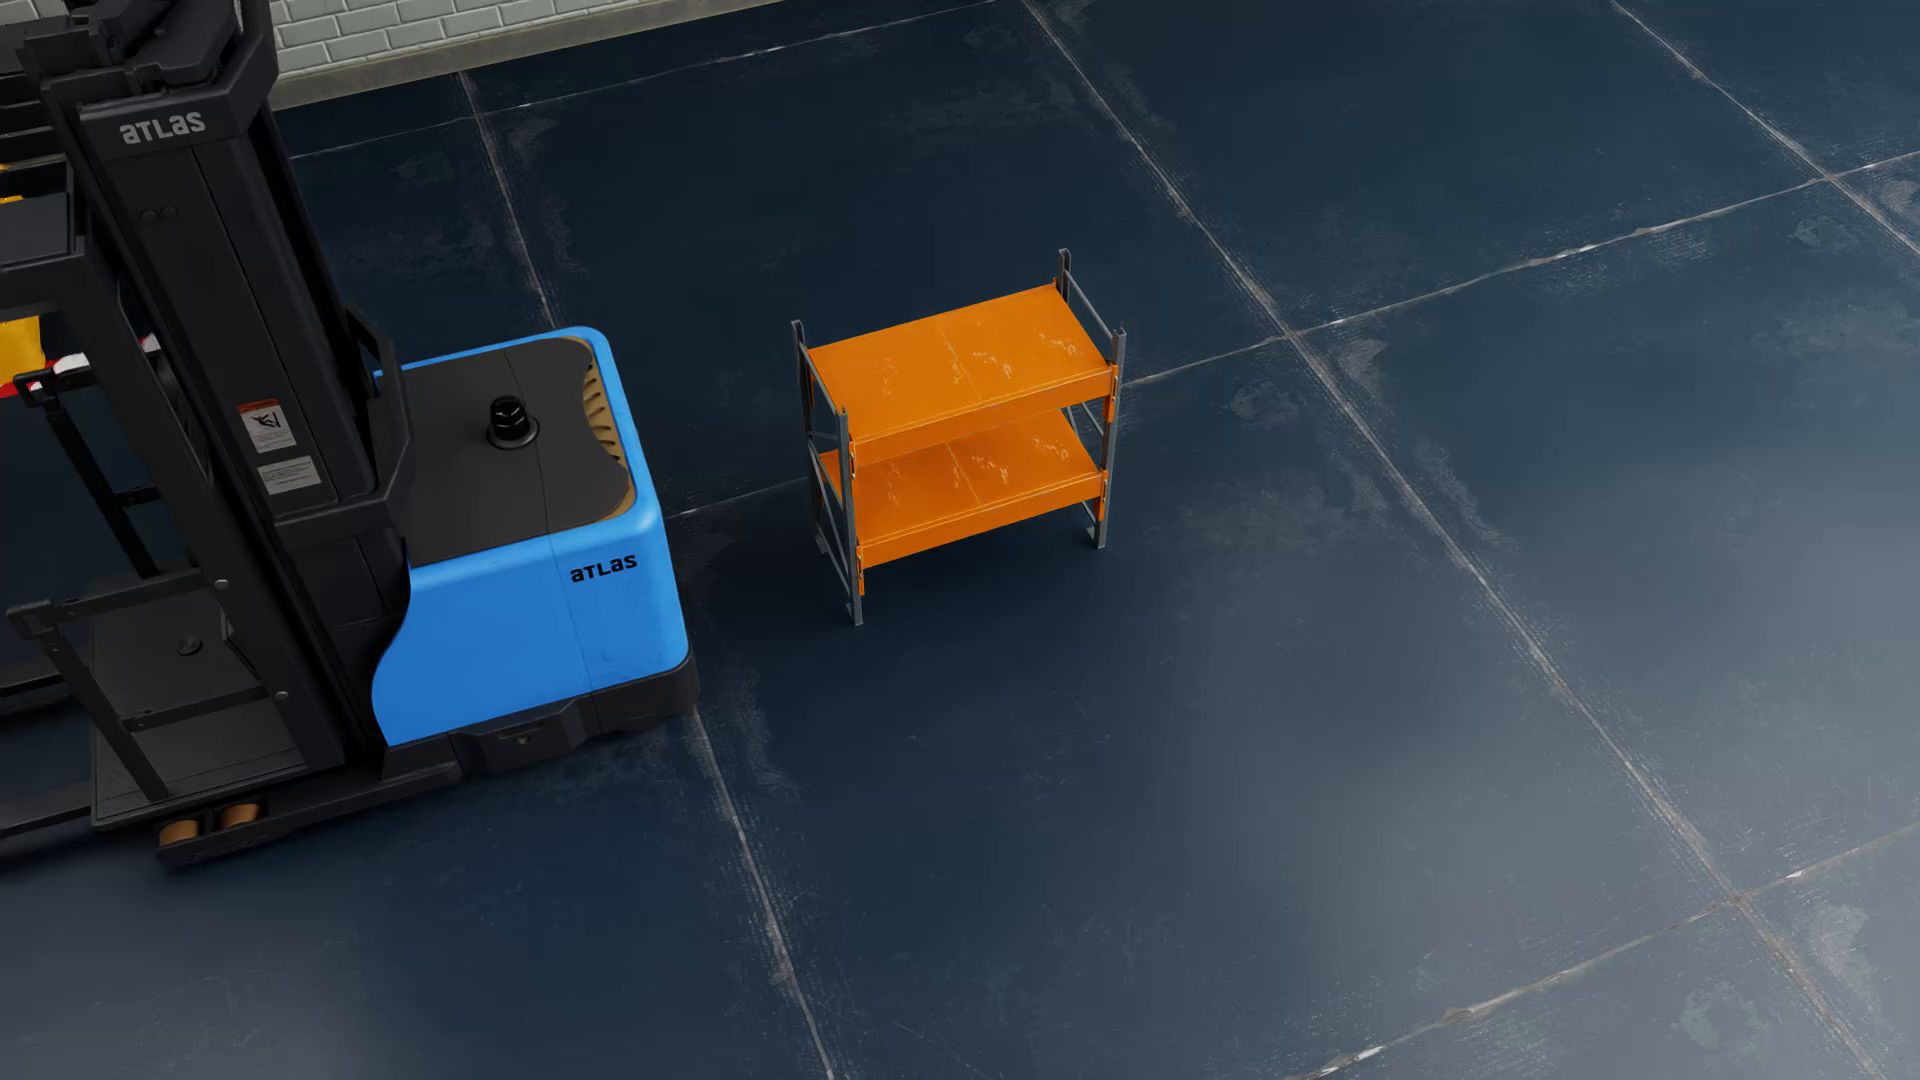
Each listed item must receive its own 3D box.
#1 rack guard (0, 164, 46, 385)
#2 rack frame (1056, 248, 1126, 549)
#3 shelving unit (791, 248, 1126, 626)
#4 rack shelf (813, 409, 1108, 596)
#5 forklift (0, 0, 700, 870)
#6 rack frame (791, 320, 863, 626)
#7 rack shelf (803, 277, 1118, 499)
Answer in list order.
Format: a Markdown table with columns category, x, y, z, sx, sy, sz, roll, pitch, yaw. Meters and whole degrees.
| category | x | y | z | sx | sy | sz | roll | pitch | yaw |
| --- | --- | --- | --- | --- | --- | --- | --- | --- | --- |
| rack guard | -4.344 | -1.247 | 7.332 | 0.348 | 0.500 | 1.175 | -17 | 52 | -14 |
| rack frame | 0.464 | -0.510 | 6.288 | 0.032 | 1.125 | 0.500 | -17 | 52 | -14 |
| shelving unit | -0.006 | -0.365 | 6.162 | 1.048 | 1.125 | 0.538 | -17 | 52 | -14 |
| rack shelf | -0.006 | -0.205 | 6.348 | 1.000 | 0.278 | 0.538 | -17 | 52 | -14 |
| forklift | -2.515 | -0.308 | 4.924 | 3.031 | 2.935 | 1.130 | -15 | 51 | -12 |
| rack frame | -0.477 | -0.219 | 6.037 | 0.032 | 1.125 | 0.500 | -17 | 52 | -14 |
| rack shelf | -0.006 | -0.555 | 5.940 | 1.000 | 0.278 | 0.538 | -17 | 52 | -14 |
